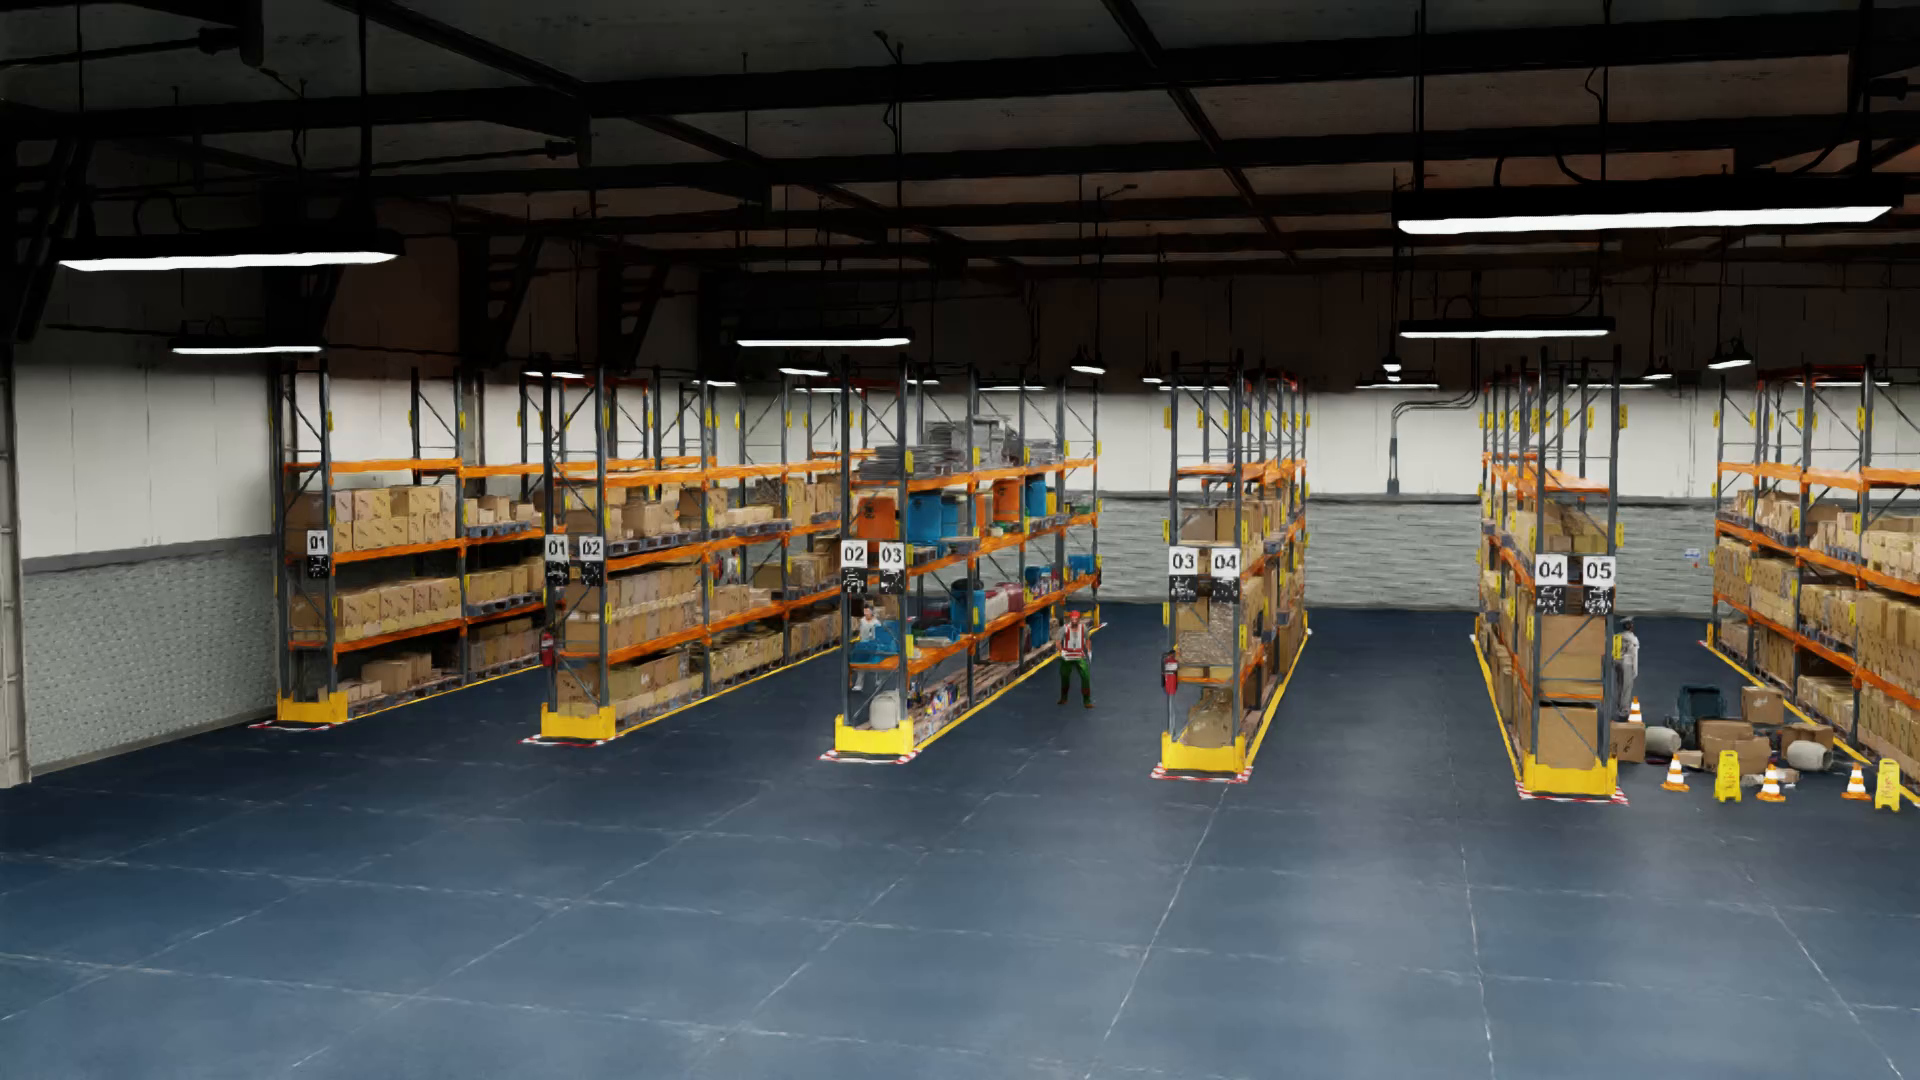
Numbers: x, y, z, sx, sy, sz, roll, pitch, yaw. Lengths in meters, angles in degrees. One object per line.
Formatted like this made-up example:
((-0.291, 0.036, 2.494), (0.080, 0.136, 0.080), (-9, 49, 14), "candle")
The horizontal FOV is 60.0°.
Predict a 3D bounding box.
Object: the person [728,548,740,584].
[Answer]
((-5.989, 0.993, 44.564), (0.637, 1.586, 0.532), (-3, 5, -38), "person")

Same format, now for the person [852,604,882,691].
((-1.674, 1.975, 30.835), (0.445, 1.590, 1.098), (1, 4, 12), "person")

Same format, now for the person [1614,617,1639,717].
((11.279, 2.136, 28.074), (0.408, 1.679, 0.538), (-1, 4, -15), "person")

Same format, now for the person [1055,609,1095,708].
((1.994, 2.049, 28.994), (0.686, 1.716, 0.835), (0, 4, -1), "person")

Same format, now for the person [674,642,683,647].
((-6.308, 1.467, 36.611), (0.405, 1.769, 0.664), (-1, 4, -8), "person")
